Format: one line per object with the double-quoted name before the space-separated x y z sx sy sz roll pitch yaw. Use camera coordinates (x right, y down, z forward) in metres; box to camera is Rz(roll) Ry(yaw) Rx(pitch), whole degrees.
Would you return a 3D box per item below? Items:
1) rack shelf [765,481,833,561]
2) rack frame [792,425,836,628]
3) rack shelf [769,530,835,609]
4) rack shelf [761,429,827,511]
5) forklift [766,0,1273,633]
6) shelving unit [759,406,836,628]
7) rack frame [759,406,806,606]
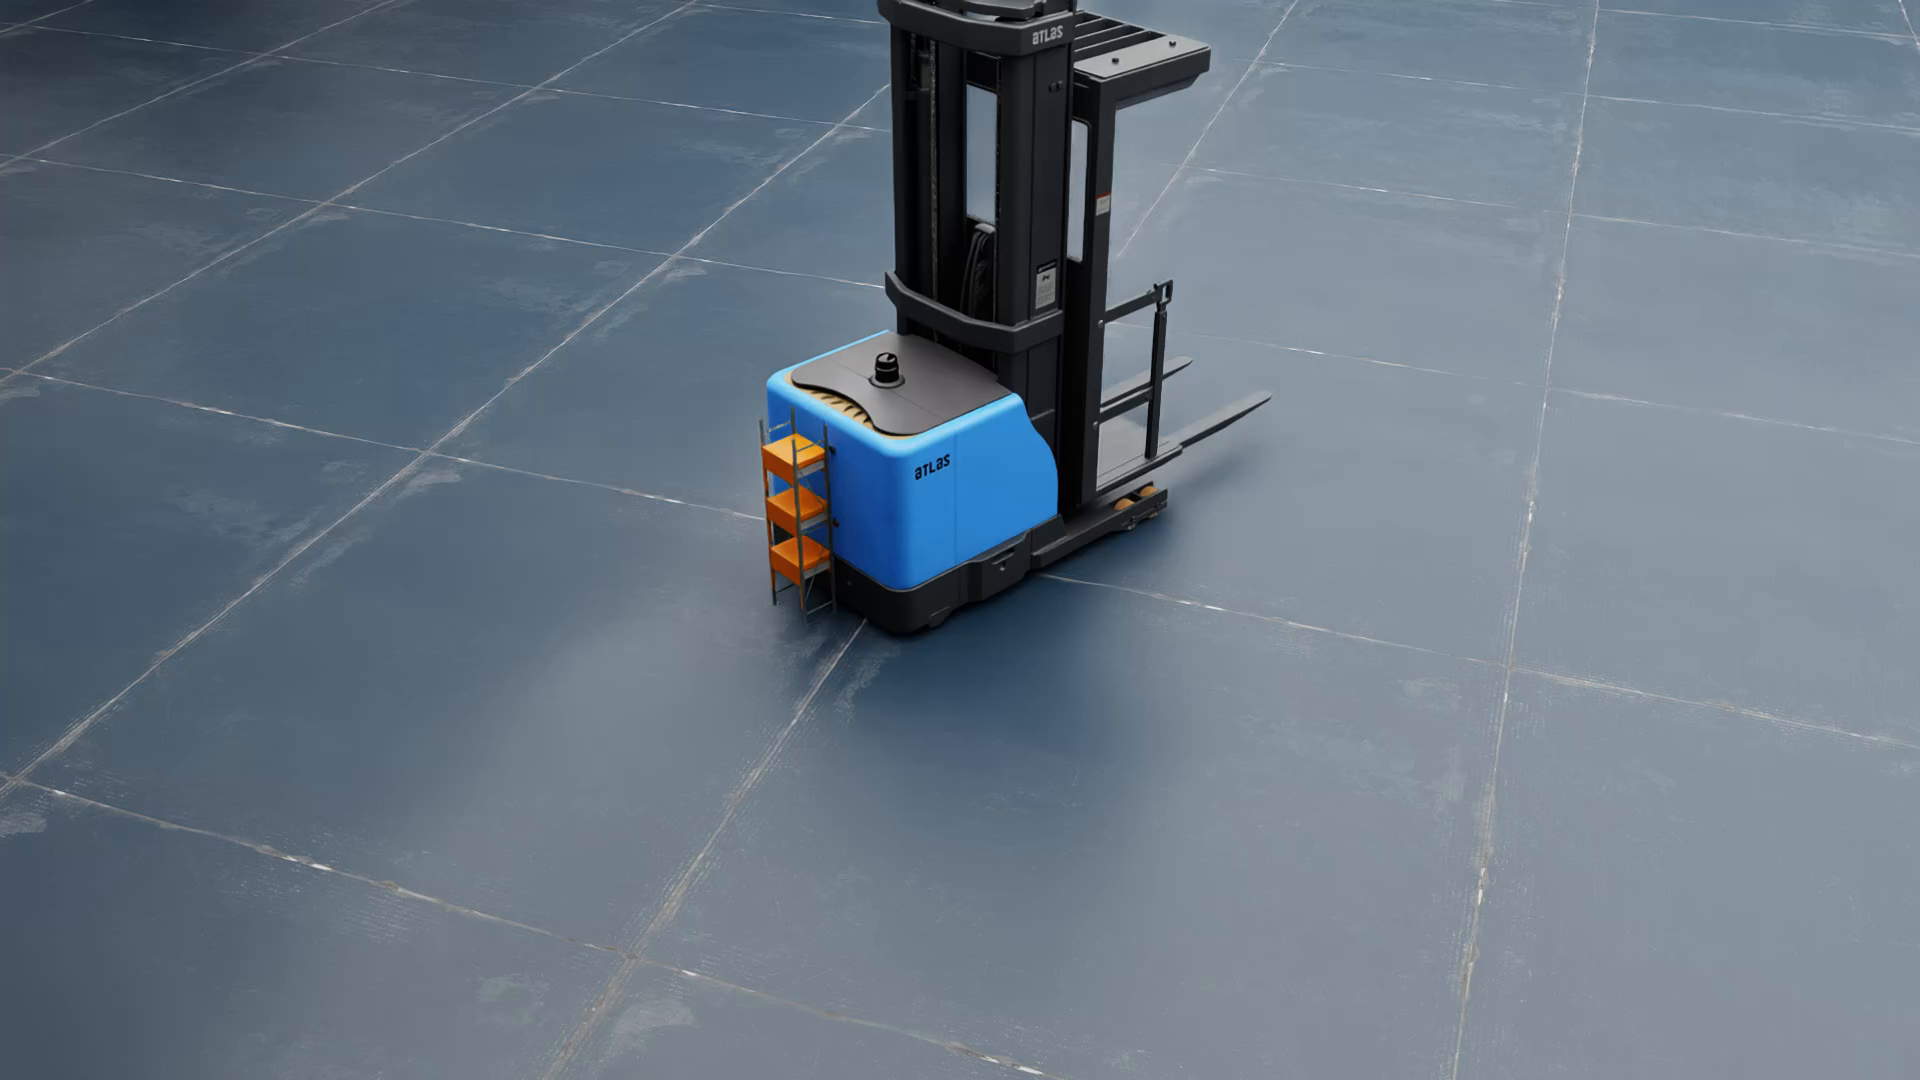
"rack shelf" -0.768 -0.091 7.943 0.215 0.259 0.240 -26 41 -35
"rack frame" -0.686 -0.051 7.861 0.200 1.050 0.008 -26 41 -35
"rack shelf" -0.768 0.142 8.094 0.215 0.259 0.240 -26 41 -35
"rack shelf" -0.768 -0.329 7.789 0.215 0.259 0.240 -26 41 -35
"forklift" 0.477 -1.469 8.322 3.031 2.935 1.130 -26 41 -35
"shelving unit" -0.768 -0.100 7.937 0.215 1.050 0.252 -26 41 -35
"rack frame" -0.851 -0.149 8.012 0.200 1.050 0.008 -26 41 -35
